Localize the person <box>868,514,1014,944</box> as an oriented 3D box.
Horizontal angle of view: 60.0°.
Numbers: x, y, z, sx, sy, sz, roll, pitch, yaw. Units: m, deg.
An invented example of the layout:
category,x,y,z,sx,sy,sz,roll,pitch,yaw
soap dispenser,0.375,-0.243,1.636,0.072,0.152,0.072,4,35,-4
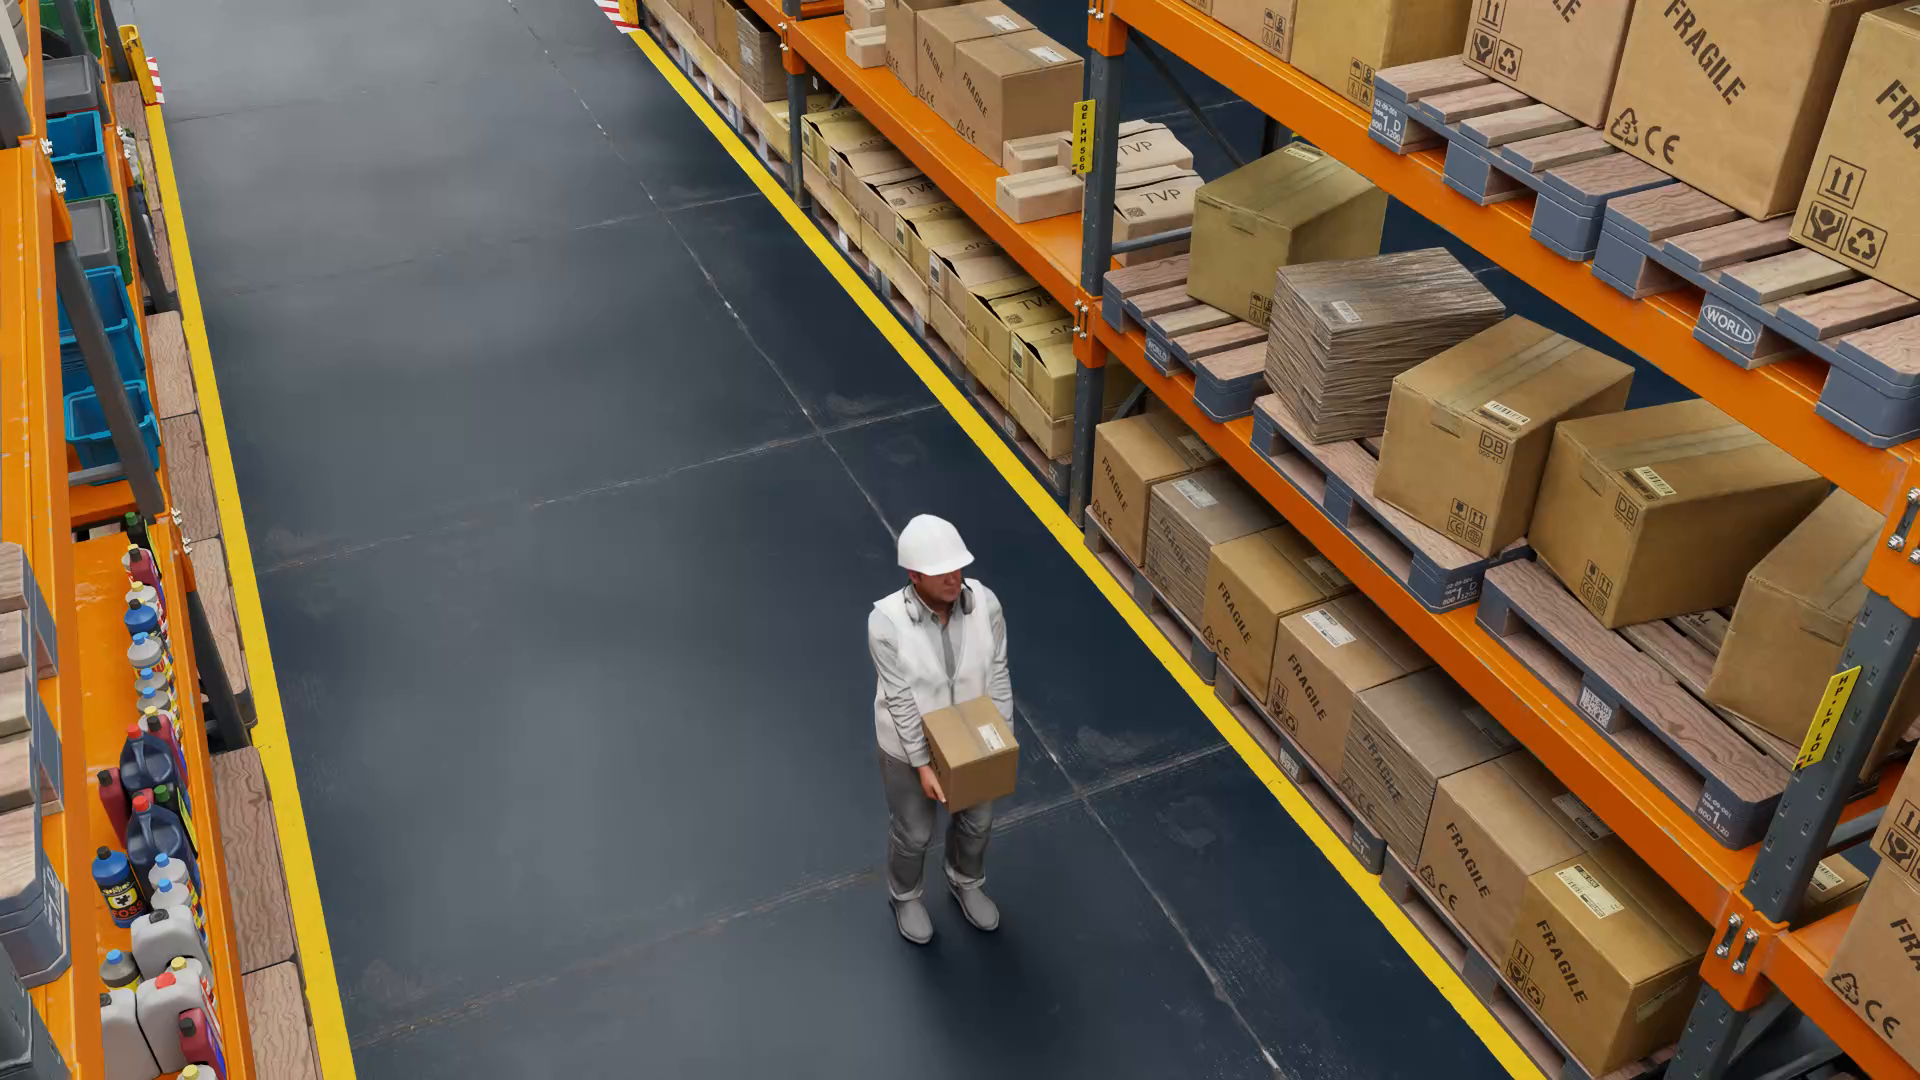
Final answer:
category,x,y,z,sx,sy,sz,roll,pitch,yaw
person,-0.031,0.733,5.870,0.494,1.762,0.563,-15,40,-19
